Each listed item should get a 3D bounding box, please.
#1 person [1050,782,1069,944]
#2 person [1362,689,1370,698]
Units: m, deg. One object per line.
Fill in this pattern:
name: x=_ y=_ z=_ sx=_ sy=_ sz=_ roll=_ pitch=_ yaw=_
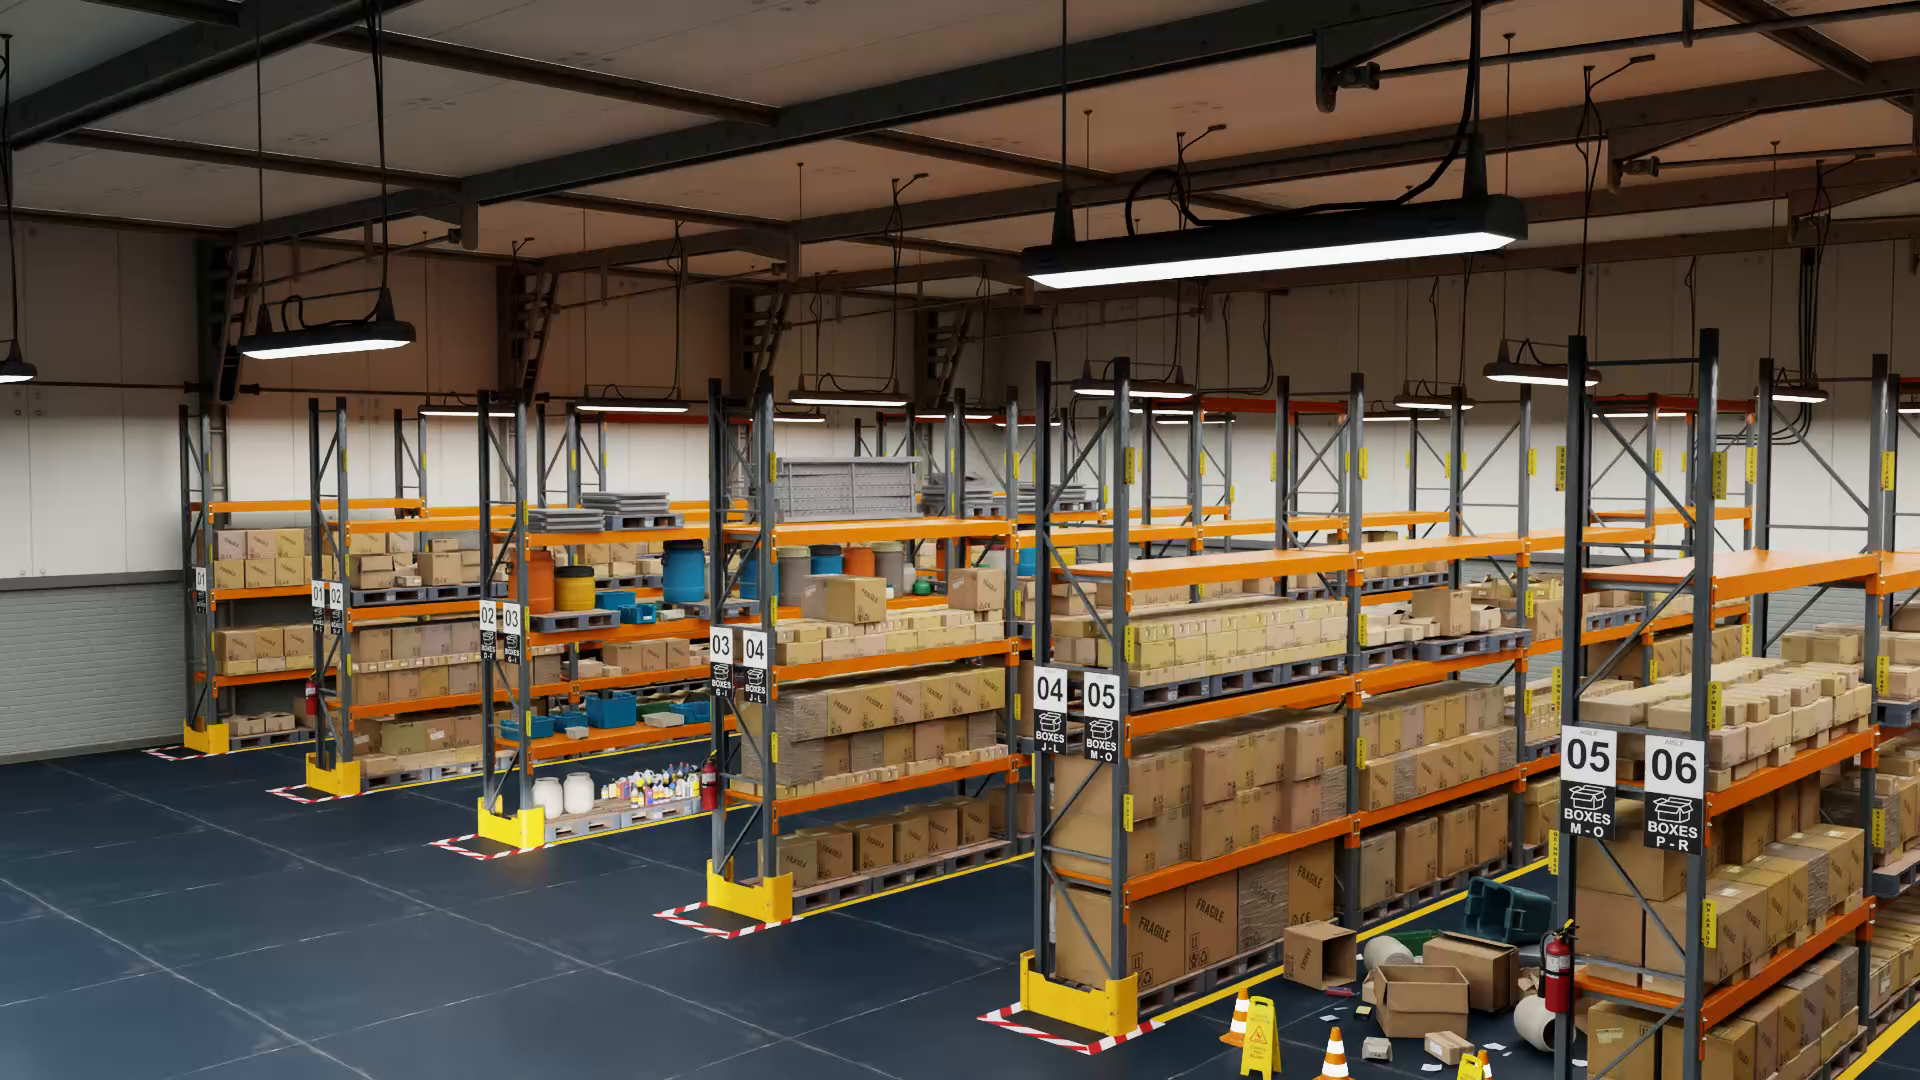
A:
person: x=1.065 y=3.416 z=17.542 sx=0.518 sy=1.742 sz=0.511 roll=0 pitch=3 yaw=5
person: x=5.952 y=2.942 z=25.066 sx=0.405 sy=1.776 sz=0.602 roll=1 pitch=3 yaw=20
